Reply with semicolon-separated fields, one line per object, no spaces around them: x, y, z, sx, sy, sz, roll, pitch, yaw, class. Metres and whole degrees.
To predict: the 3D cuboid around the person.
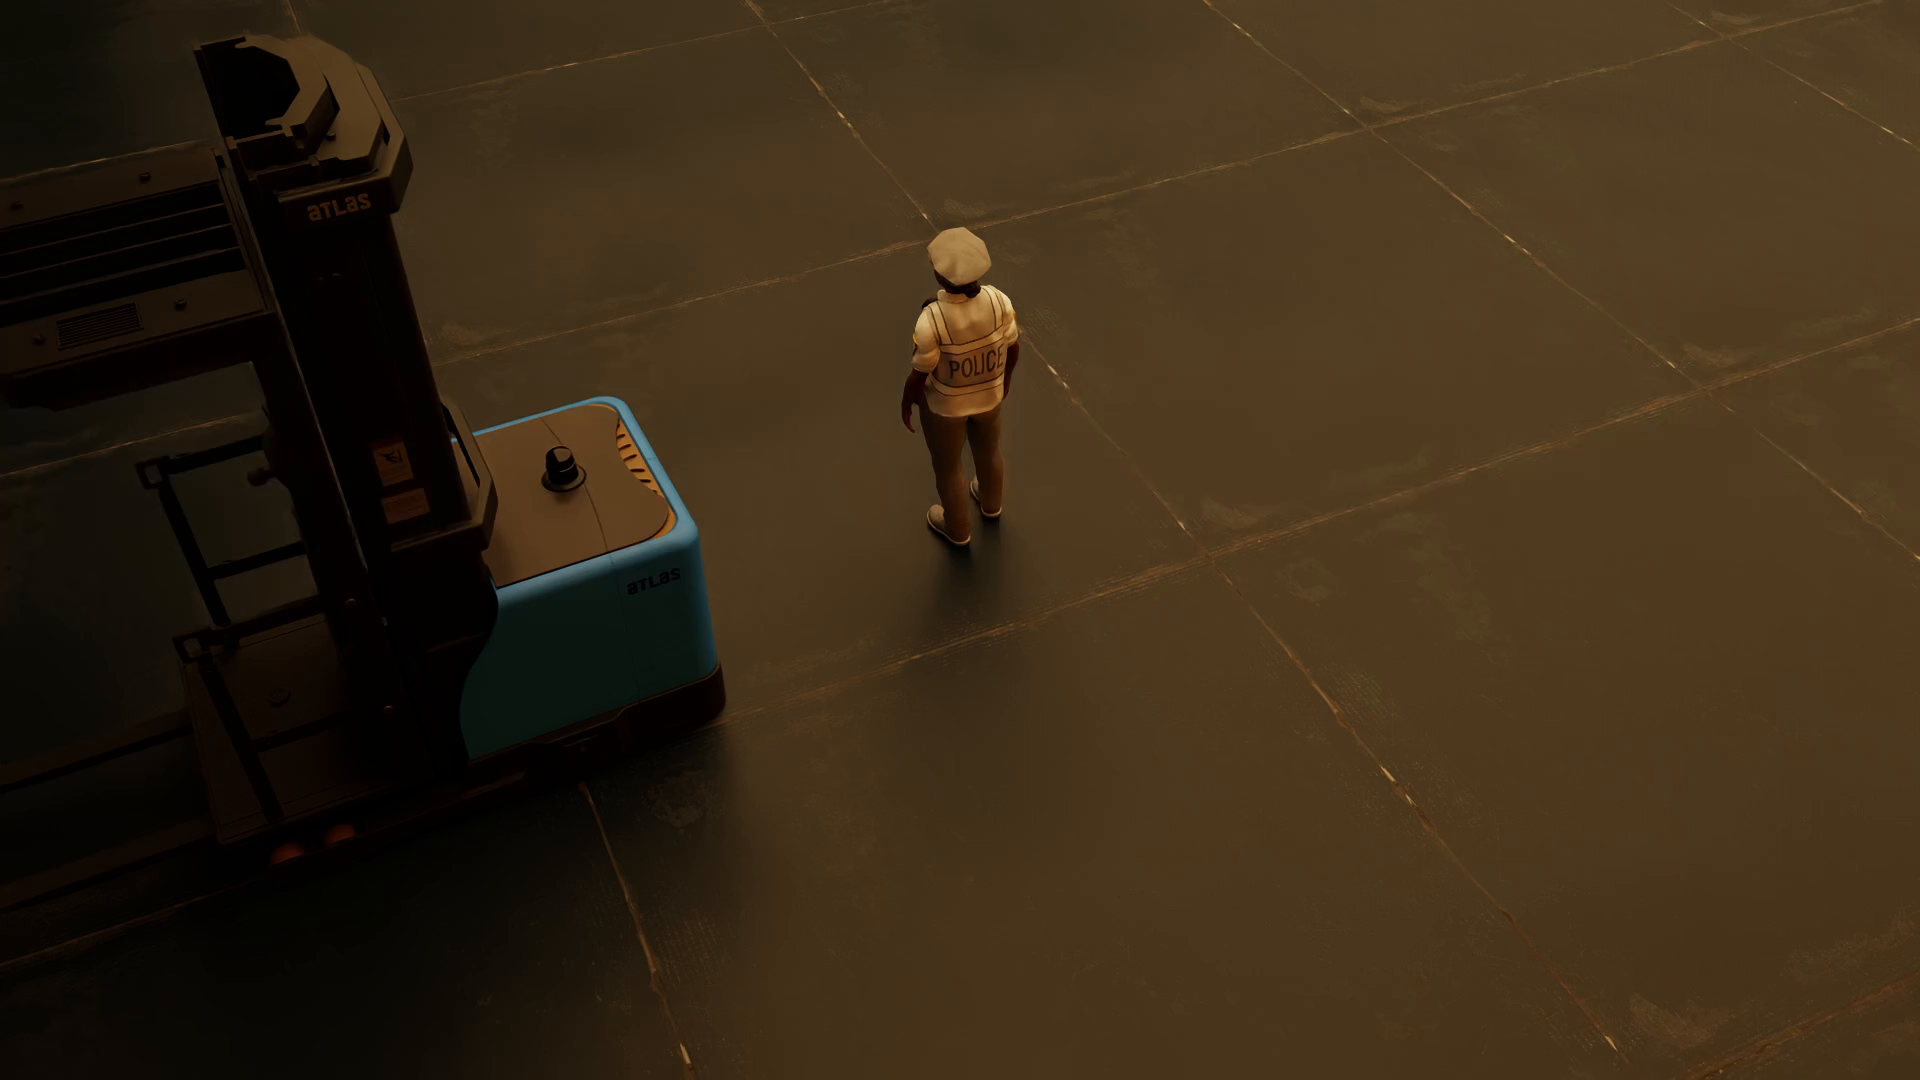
-0.013;-0.677;7.301;0.570;1.695;0.530;-18;46;-18;person

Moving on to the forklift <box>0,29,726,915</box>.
-2.537;-0.161;5.853;3.031;2.935;1.130;-19;46;-19;forklift
